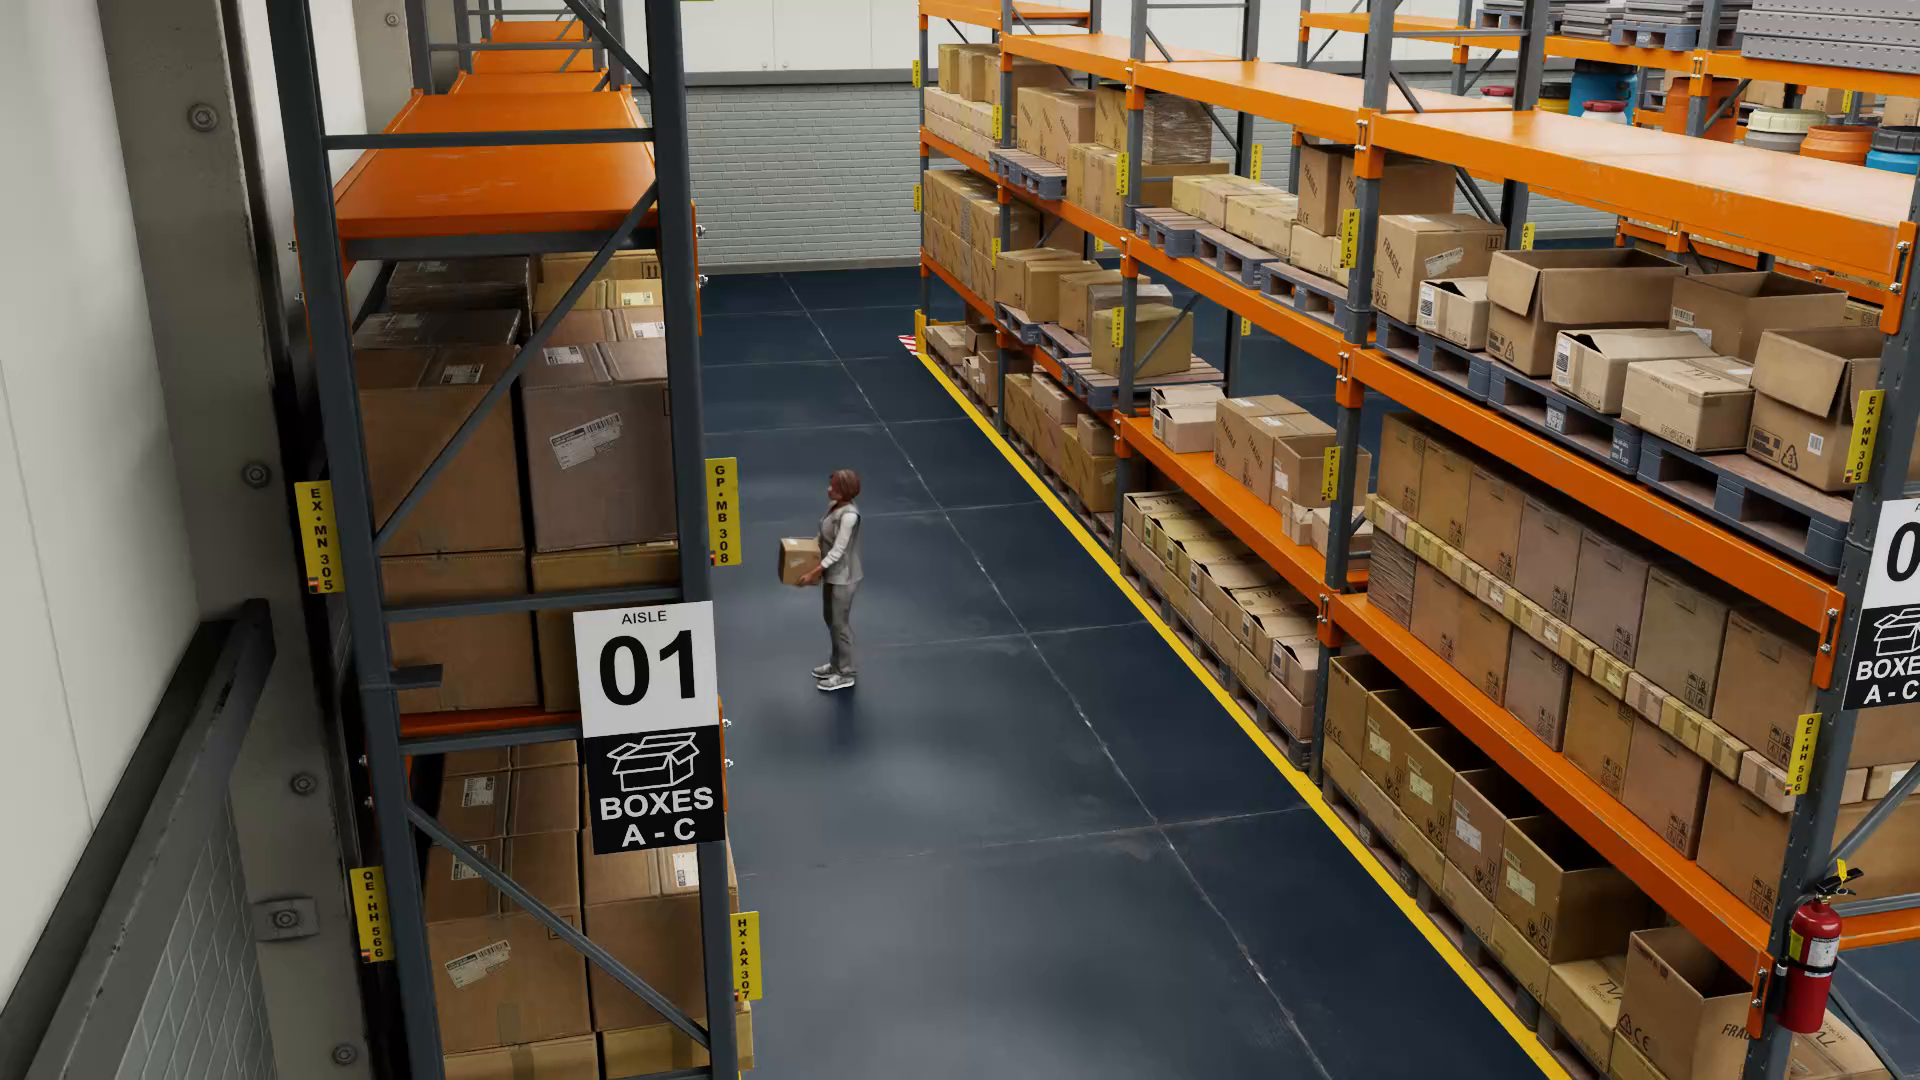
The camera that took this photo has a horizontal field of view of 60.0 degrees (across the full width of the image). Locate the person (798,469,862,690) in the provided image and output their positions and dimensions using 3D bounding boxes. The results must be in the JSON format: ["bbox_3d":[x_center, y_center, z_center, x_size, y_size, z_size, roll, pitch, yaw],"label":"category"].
[{"bbox_3d":[-0.919,0.279,11.562,0.477,1.598,0.426,-6,21,-17],"label":"person"}]
